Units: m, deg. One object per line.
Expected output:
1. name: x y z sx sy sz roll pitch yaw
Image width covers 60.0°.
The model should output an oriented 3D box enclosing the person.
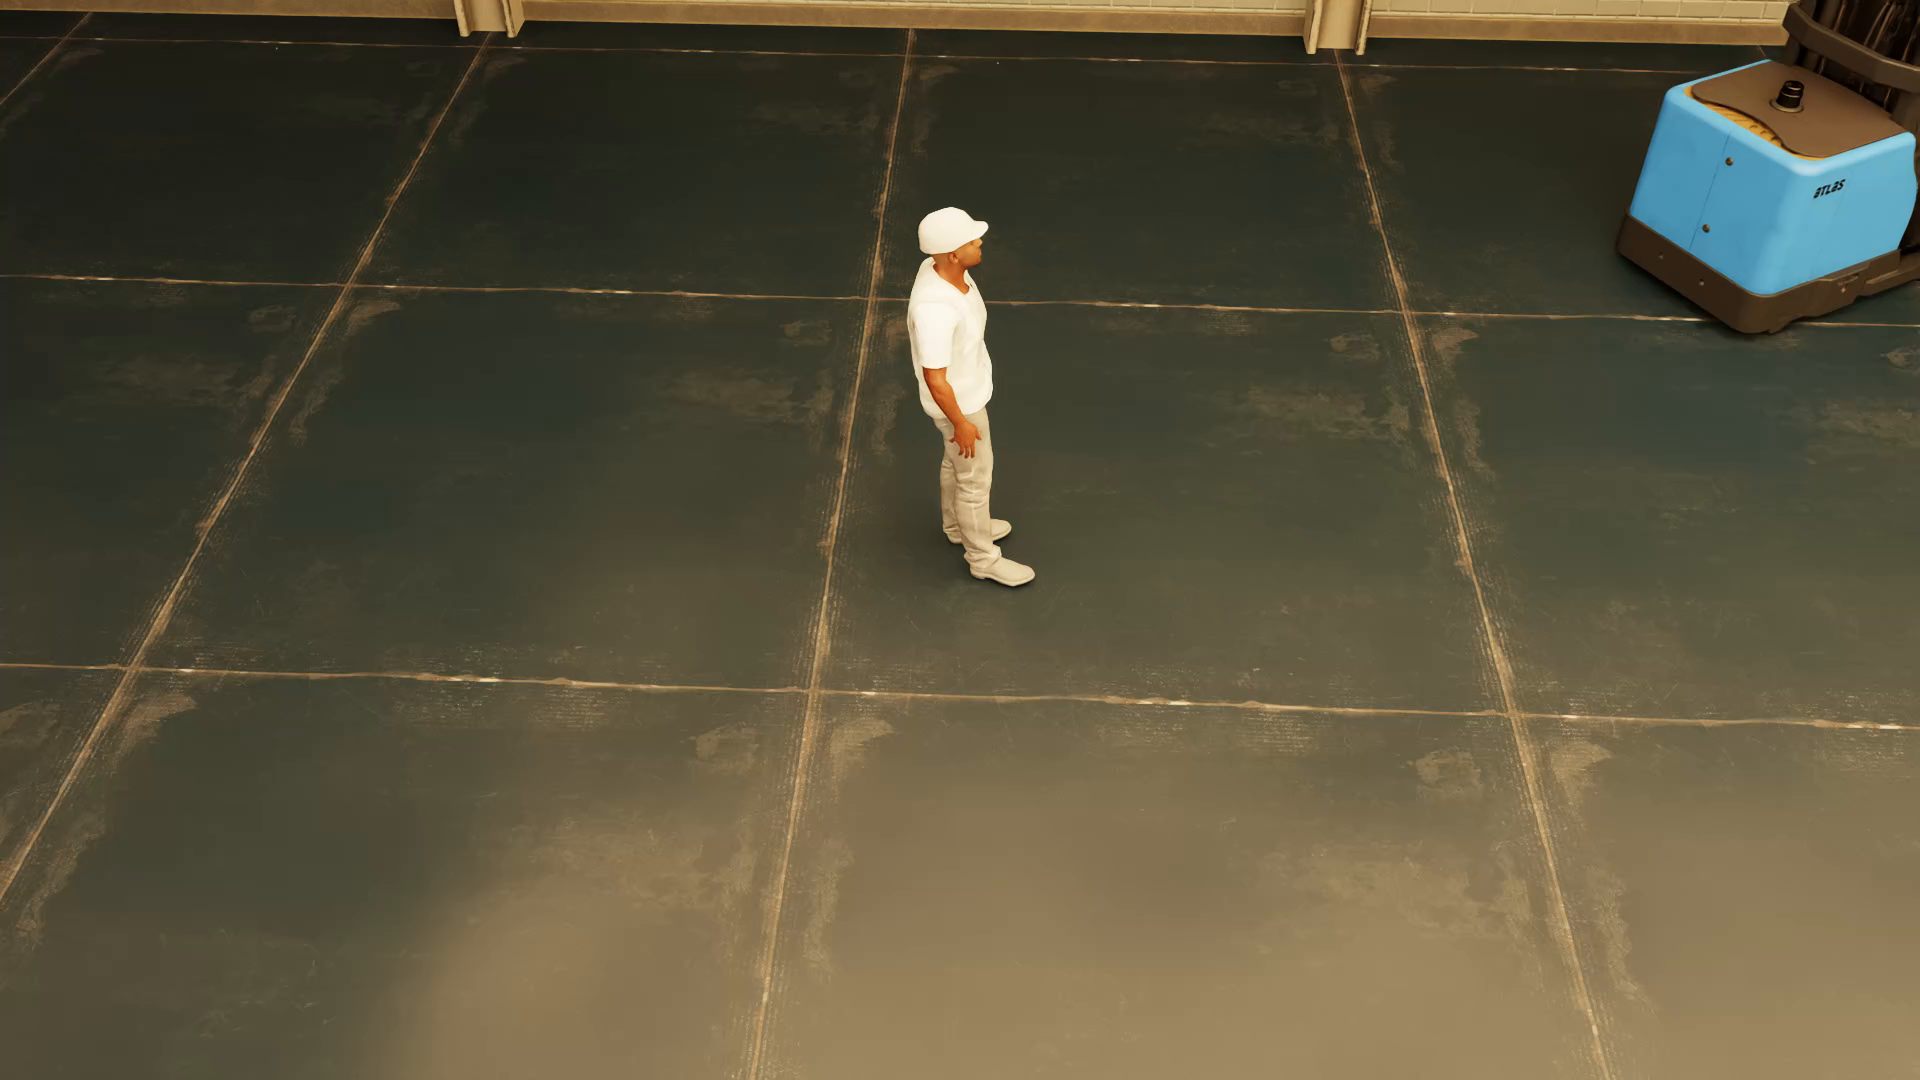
1. person: 0.069 -0.651 7.309 0.577 1.765 0.665 2 42 2

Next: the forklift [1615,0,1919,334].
1. forklift: 5.360 -2.911 8.931 3.031 2.935 1.130 -19 46 -20
